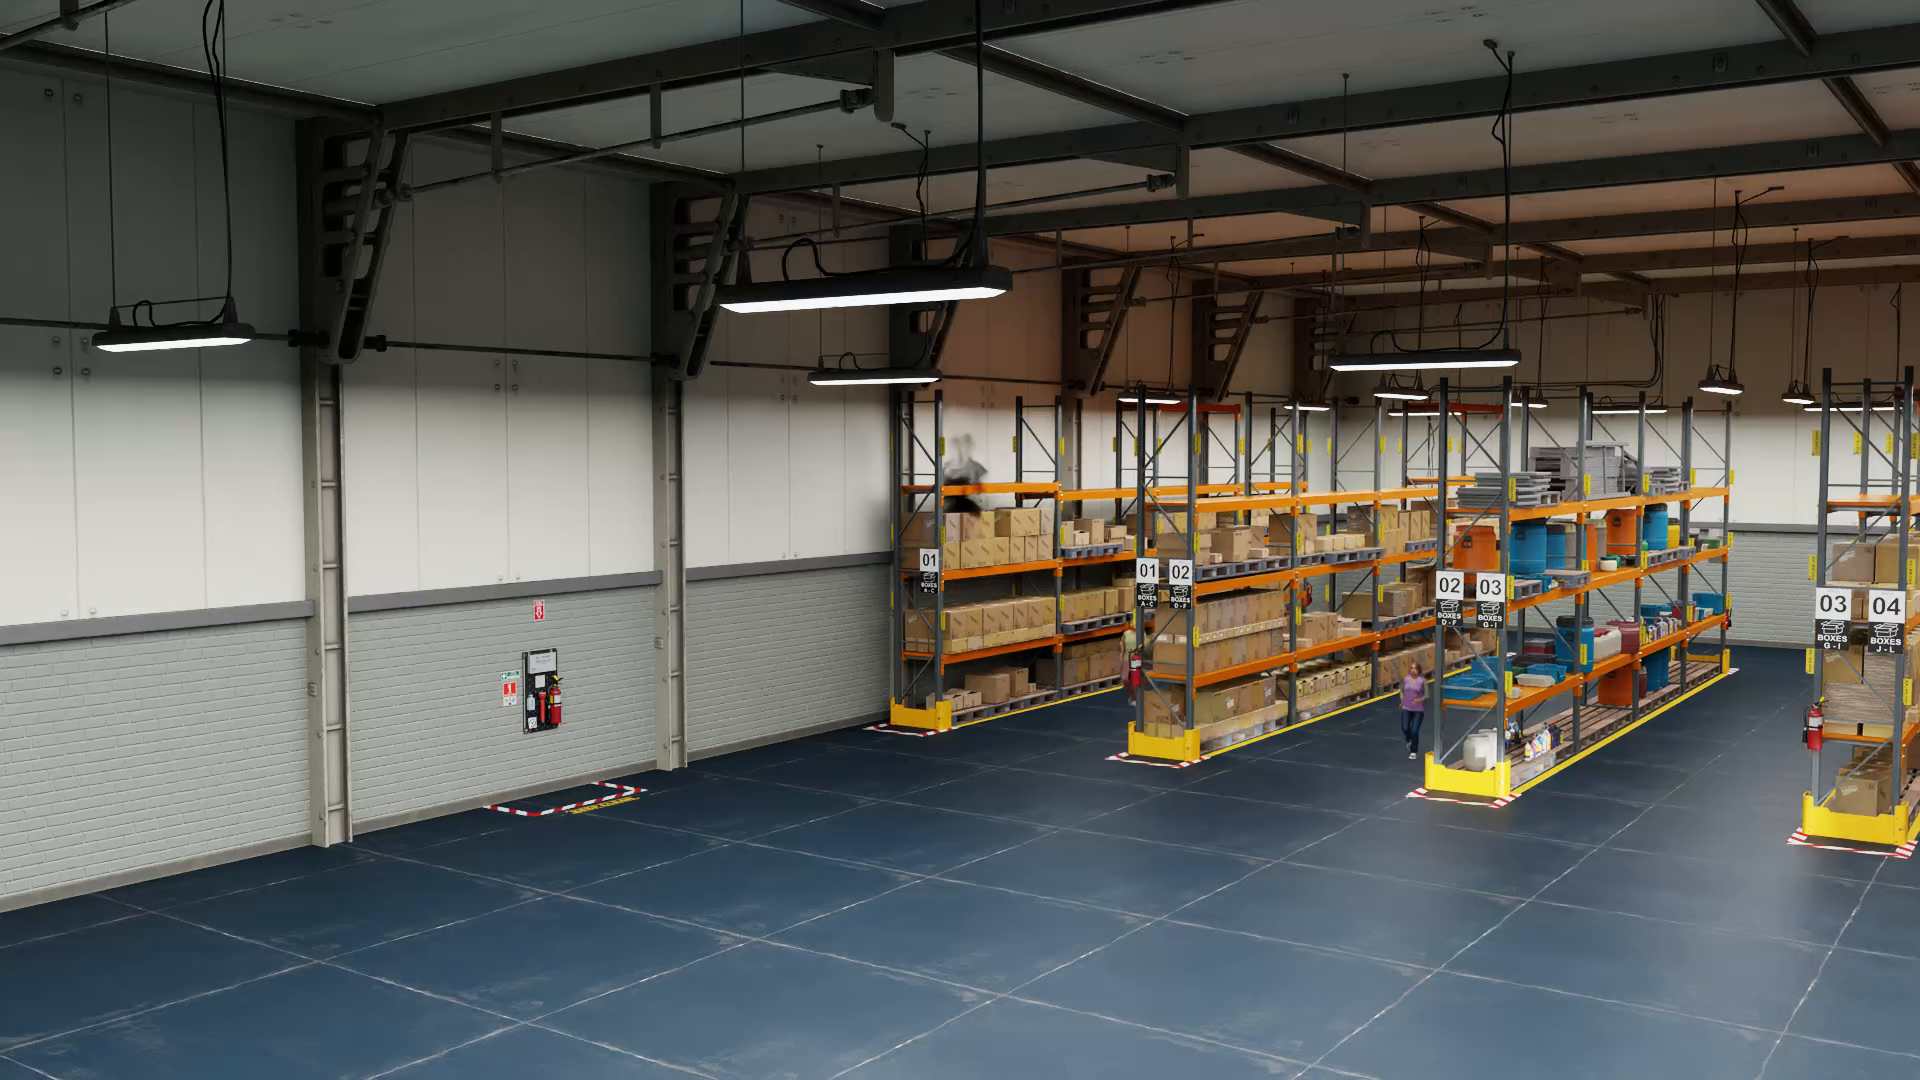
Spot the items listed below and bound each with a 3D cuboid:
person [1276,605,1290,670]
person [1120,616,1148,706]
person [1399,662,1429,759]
[{"bbox_3d":[6.919,2.205,35.065,0.582,1.715,0.777,3,4,44],"label":"person"},{"bbox_3d":[3.129,2.200,30.143,0.566,1.640,0.549,1,3,20],"label":"person"},{"bbox_3d":[7.227,2.728,26.577,0.503,1.559,0.493,2,4,29],"label":"person"}]
